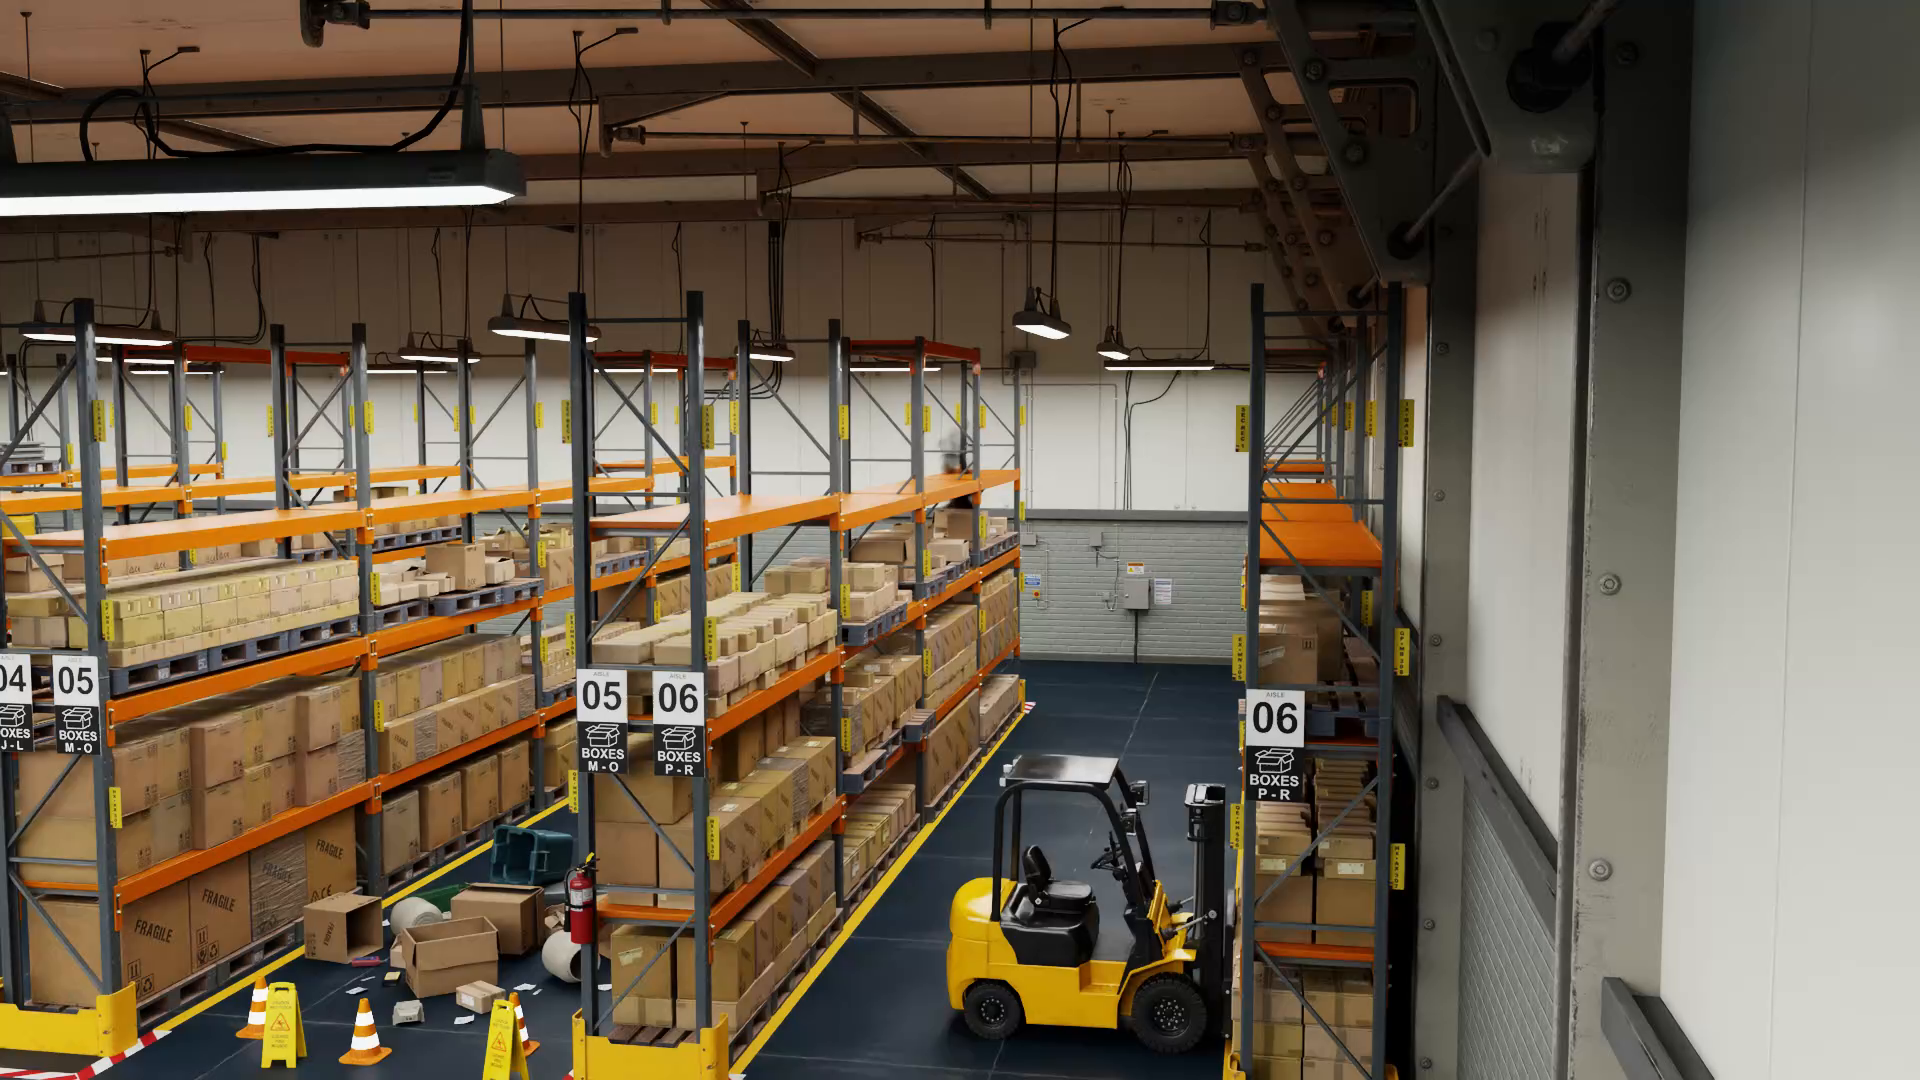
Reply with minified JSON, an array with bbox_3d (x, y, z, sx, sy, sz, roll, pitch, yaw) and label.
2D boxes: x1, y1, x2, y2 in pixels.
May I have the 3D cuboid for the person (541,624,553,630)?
[{"bbox_3d":[-6.631,2.177,26.920,0.645,1.656,0.653,2,5,20],"label":"person"}]
